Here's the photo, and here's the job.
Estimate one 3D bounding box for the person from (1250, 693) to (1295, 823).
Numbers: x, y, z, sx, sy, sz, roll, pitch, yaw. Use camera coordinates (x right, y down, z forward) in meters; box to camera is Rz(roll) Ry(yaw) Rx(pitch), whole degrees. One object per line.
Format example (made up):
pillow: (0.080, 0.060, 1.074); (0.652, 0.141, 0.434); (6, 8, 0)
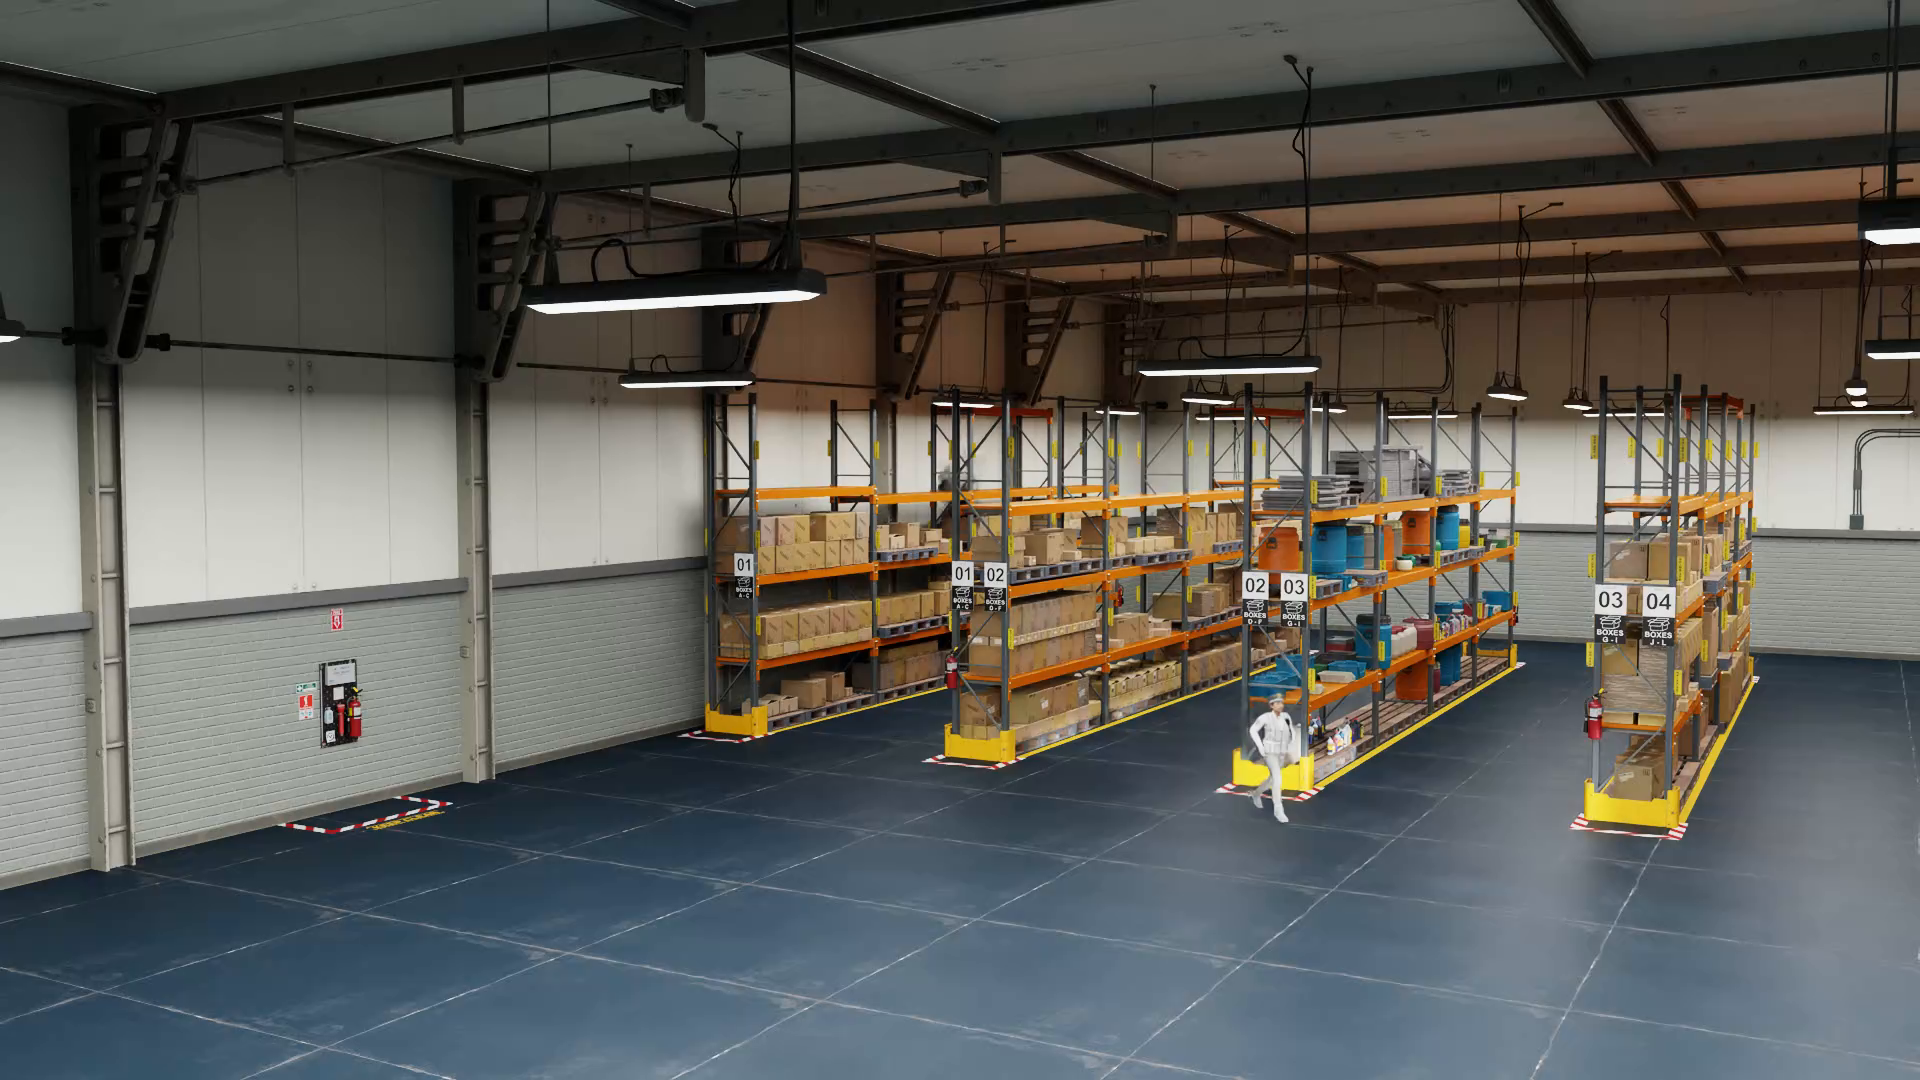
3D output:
person: (4.286, 2.918, 22.685); (0.624, 1.712, 0.842); (-2, 3, -28)
